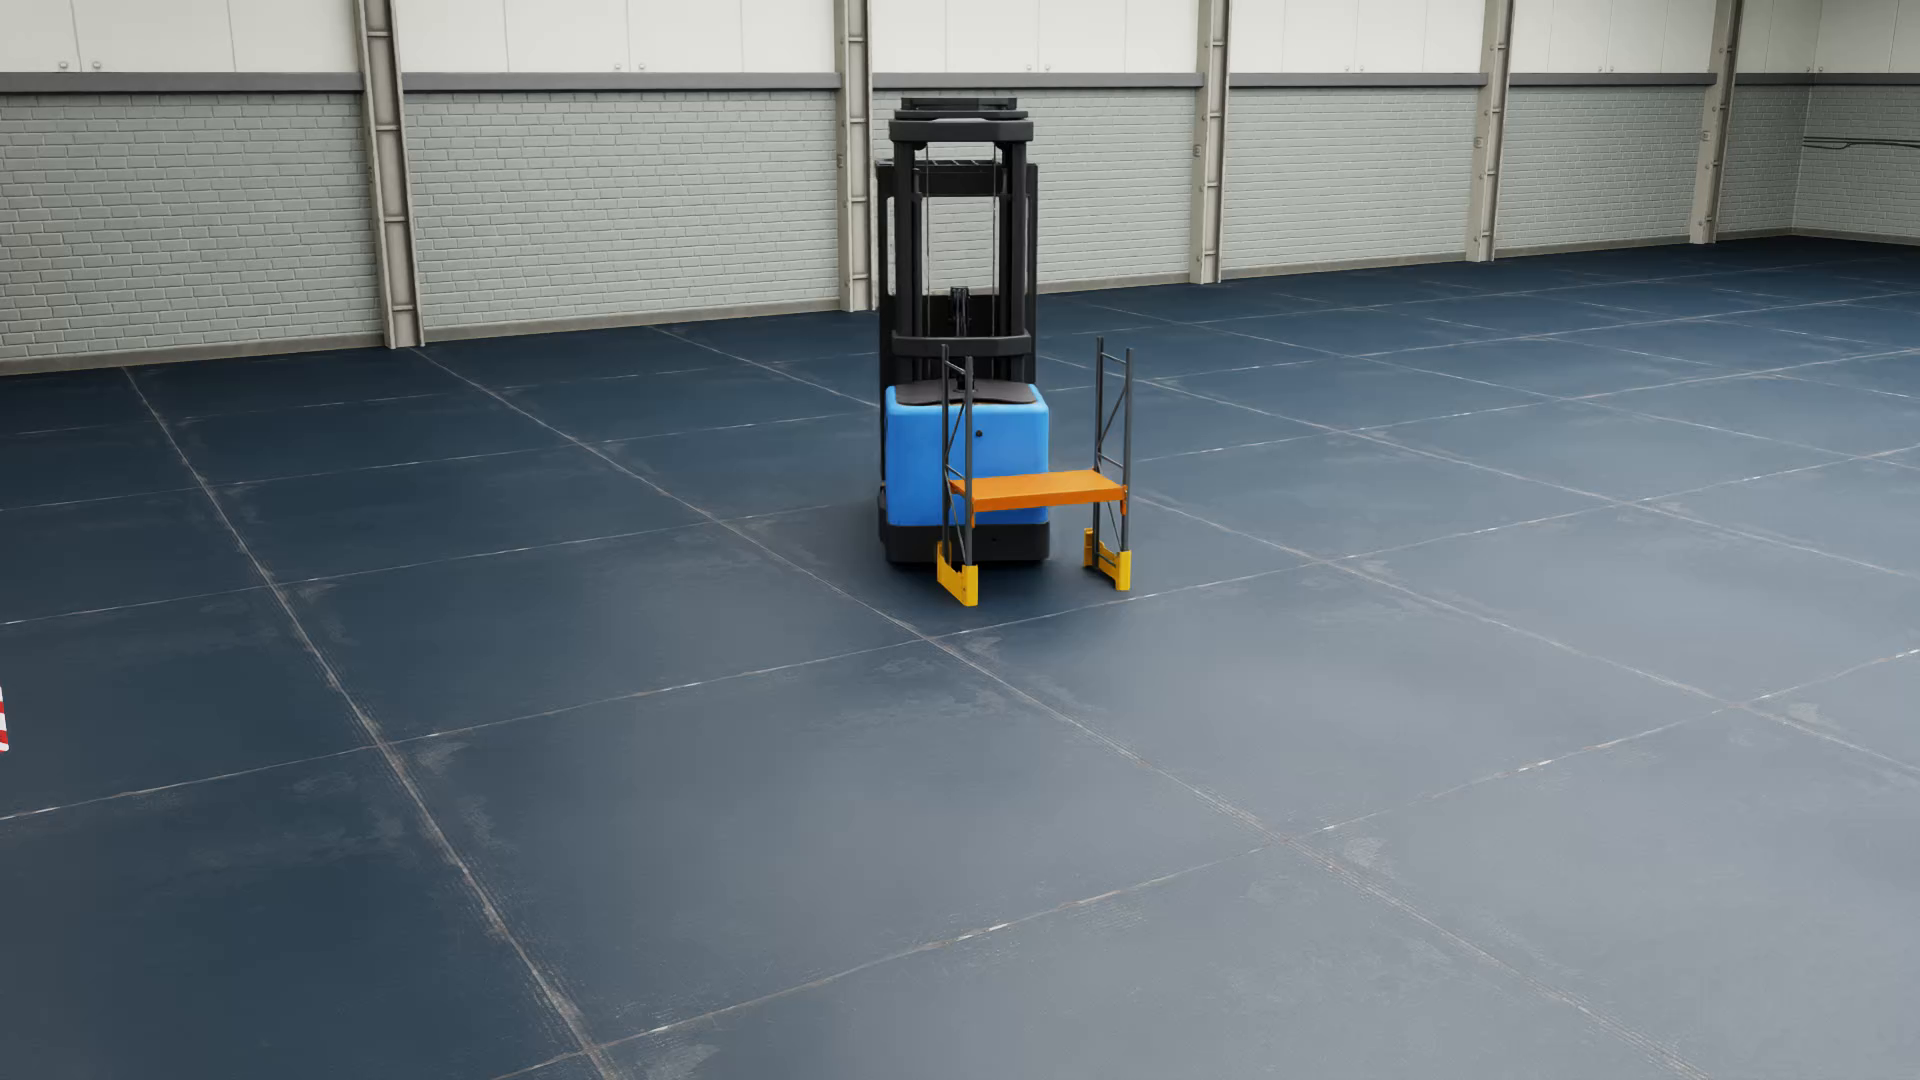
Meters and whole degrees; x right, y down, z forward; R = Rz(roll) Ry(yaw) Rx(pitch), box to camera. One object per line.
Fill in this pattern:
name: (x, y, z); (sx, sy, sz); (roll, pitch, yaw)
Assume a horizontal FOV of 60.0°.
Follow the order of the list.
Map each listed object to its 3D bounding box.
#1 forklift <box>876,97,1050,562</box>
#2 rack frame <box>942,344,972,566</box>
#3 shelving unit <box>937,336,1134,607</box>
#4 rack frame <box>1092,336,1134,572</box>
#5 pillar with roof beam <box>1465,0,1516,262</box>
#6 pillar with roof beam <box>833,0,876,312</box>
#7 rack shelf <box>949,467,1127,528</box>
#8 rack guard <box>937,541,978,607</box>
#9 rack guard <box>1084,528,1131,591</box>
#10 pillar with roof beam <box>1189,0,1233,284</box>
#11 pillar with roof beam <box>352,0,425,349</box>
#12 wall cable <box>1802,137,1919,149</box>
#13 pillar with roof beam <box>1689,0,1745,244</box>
forklift: (-0.032, -1.613, 11.733); (1.130, 2.935, 3.031); (-1, 16, -3)
rack frame: (-0.019, -0.399, 10.054); (0.032, 1.500, 0.500); (-5, 16, -17)
shelving unit: (0.455, -0.441, 10.203); (1.083, 1.500, 0.587); (-5, 16, -17)
rack frame: (0.947, -0.484, 10.358); (0.032, 1.500, 0.500); (-5, 16, -17)
pillar with roof beam: (11.113, -8.127, 23.731); (0.400, 9.000, 9.100); (-9, 18, -30)
pillar with roof beam: (0.827, -6.459, 17.780); (0.400, 9.000, 9.100); (-9, 18, -30)
rack shelf: (0.464, -0.268, 10.255); (1.000, 0.185, 0.538); (-5, 16, -17)
rack guard: (-0.018, 0.202, 10.224); (0.087, 0.250, 0.587); (-5, 16, -17)
rack guard: (0.929, 0.119, 10.521); (0.087, 0.250, 0.587); (-5, 16, -17)
pillar with roof beam: (5.970, -7.293, 20.756); (0.400, 9.000, 9.100); (-9, 18, -30)
pillar with roof beam: (-4.317, -5.625, 14.805); (0.400, 9.000, 9.100); (-9, 18, -30)
wall cable: (17.245, -8.566, 31.048); (0.112, 2.526, 3.097); (-9, 18, -30)
pillar with roof beam: (16.256, -8.961, 26.706); (0.400, 9.000, 9.100); (-9, 18, -30)
